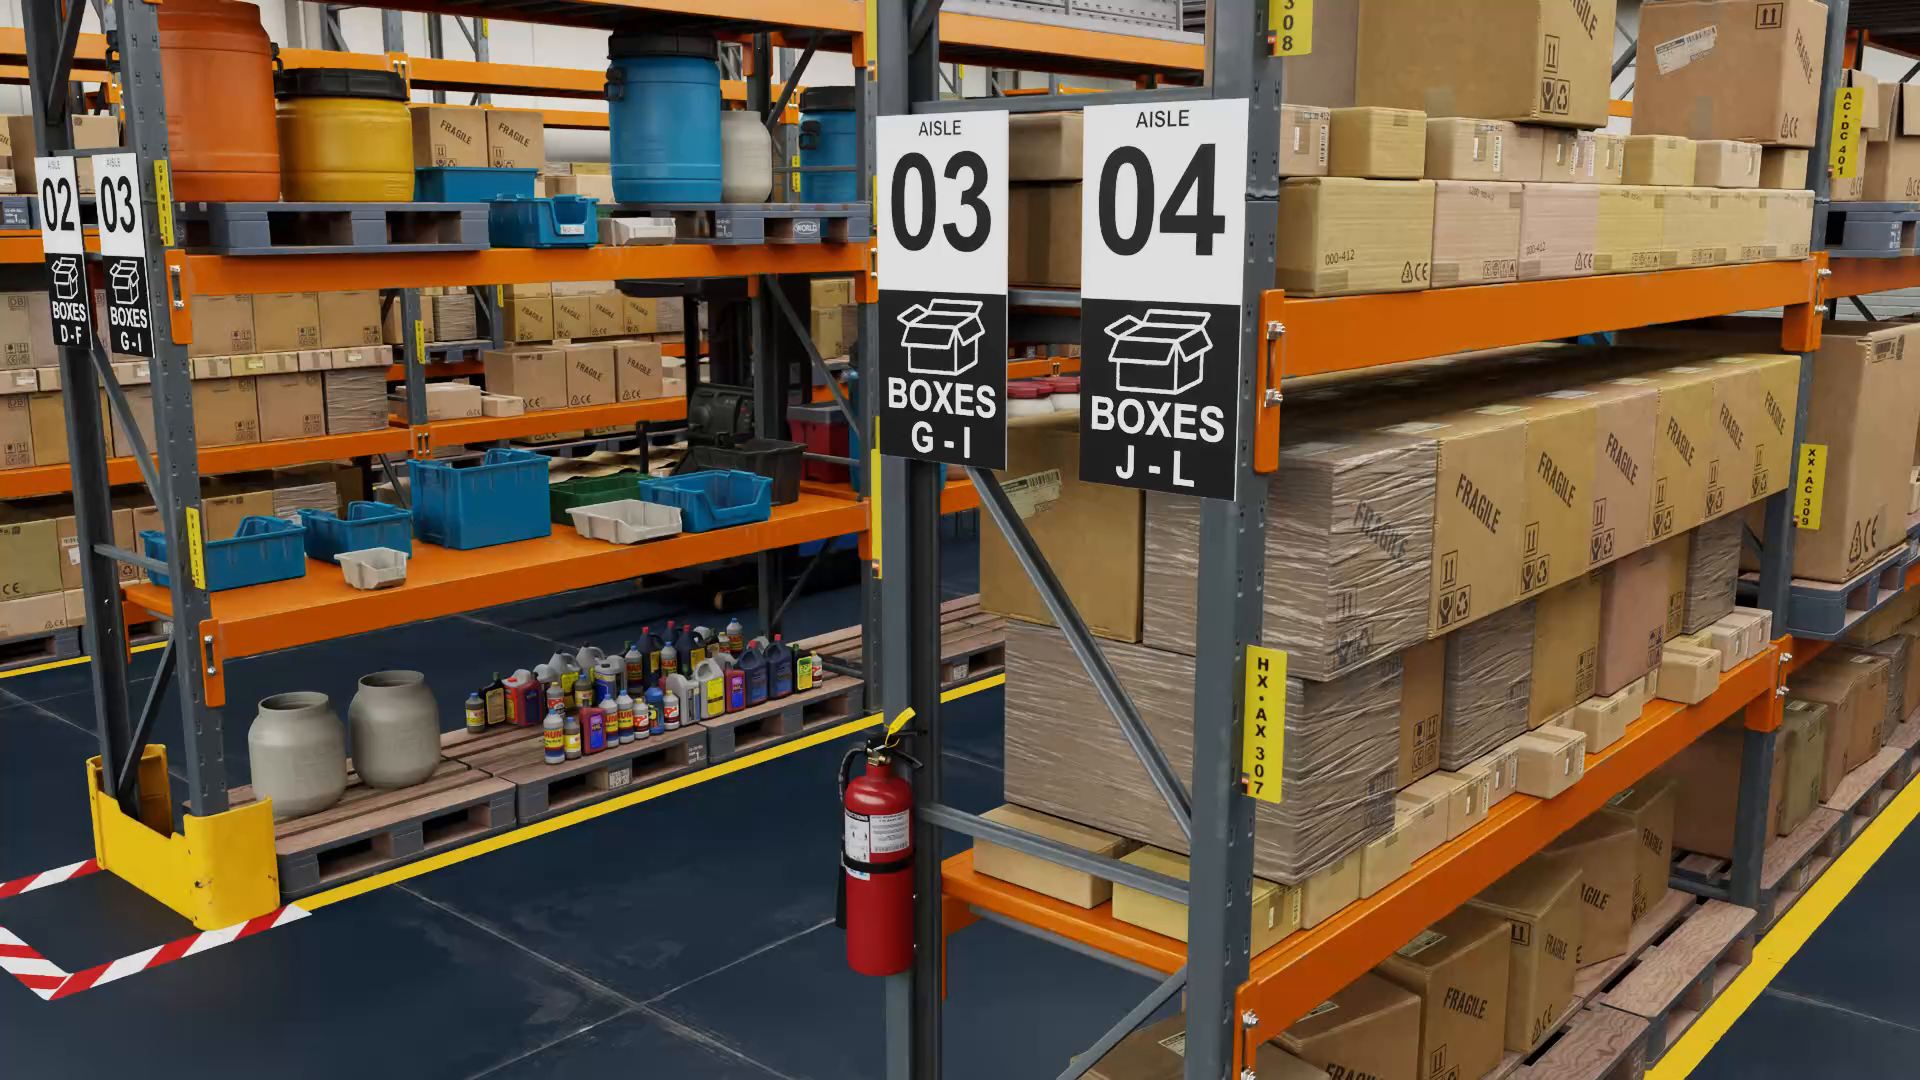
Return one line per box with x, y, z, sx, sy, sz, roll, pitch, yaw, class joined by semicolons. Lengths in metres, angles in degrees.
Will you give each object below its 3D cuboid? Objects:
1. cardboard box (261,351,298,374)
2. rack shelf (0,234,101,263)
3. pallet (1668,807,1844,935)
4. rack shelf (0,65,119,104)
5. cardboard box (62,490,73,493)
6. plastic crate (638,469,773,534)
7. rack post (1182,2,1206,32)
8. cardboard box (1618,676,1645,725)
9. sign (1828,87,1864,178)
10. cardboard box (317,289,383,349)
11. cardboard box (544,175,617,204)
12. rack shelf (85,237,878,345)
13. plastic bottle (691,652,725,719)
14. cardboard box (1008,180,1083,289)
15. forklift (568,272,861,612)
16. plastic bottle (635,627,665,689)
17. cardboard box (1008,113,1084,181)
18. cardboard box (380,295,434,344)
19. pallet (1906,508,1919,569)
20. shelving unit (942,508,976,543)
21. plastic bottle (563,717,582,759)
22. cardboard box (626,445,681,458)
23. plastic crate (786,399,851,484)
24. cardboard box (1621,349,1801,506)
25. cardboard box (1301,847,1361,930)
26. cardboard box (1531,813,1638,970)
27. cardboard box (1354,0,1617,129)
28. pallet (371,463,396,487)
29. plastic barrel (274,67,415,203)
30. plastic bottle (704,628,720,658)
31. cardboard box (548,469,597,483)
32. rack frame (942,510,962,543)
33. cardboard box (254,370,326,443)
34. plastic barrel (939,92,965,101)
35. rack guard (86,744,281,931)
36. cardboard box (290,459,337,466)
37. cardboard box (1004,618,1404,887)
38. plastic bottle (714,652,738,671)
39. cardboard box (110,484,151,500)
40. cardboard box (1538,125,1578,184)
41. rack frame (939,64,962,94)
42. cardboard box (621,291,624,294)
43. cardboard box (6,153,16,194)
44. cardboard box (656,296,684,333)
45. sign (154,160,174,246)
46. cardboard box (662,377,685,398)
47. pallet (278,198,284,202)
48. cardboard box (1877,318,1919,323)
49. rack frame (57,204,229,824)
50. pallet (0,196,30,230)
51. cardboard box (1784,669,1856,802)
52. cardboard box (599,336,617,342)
-5.103;-1.318;12.278;0.380;0.149;0.250;10;15;40;cardboard box
-5.896;-1.956;11.564;1.077;0.370;4.000;10;15;40;rack shelf
3.375;1.402;7.692;1.003;0.211;1.213;10;15;40;pallet
-9.620;-4.065;14.474;1.077;0.370;4.000;10;15;40;rack shelf
-8.630;-0.516;16.285;0.380;0.166;0.250;7;14;33;cardboard box
-1.385;-0.220;9.075;0.499;0.251;0.616;10;15;40;plastic crate
2.230;-4.096;12.978;0.954;0.300;0.937;10;15;40;rack post
2.079;0.519;5.632;0.380;0.149;0.250;10;15;40;cardboard box
3.275;-1.506;6.155;0.100;0.325;0.005;10;15;40;sign
-4.864;-1.751;12.792;0.700;0.500;0.500;10;15;41;cardboard box
-3.268;-3.009;14.309;0.500;0.250;0.500;8;14;36;cardboard box
-2.178;-1.315;8.354;1.077;0.370;4.000;10;15;40;rack shelf
-1.406;0.800;9.227;0.144;0.351;0.185;10;15;40;plastic bottle
0.350;-0.764;4.139;0.500;0.250;0.500;10;15;42;cardboard box
-1.935;-1.006;12.802;1.130;2.935;3.031;10;15;42;forklift
-1.827;0.685;9.802;0.144;0.351;0.185;9;14;38;plastic bottle
0.171;-0.936;3.987;0.380;0.149;0.250;10;15;40;cardboard box
-6.311;-2.469;18.576;0.700;0.500;0.500;8;14;35;cardboard box
4.227;-0.049;8.325;1.003;0.211;1.213;10;15;40;pallet
-0.010;-0.586;15.122;0.258;1.200;0.189;10;15;40;shelving unit
-1.999;1.012;8.546;0.097;0.201;0.097;0;11;0;plastic bottle
-2.843;-0.736;15.792;0.500;0.311;0.500;9;15;39;cardboard box
-0.768;-0.633;10.600;0.402;0.464;0.583;10;15;40;plastic crate
2.772;-0.434;6.198;0.500;0.500;0.500;10;15;40;cardboard box
0.769;0.815;4.150;0.380;0.149;0.250;10;15;40;cardboard box
2.196;1.308;6.353;0.500;0.500;0.500;-7;13;-30;cardboard box
1.405;-1.357;4.435;0.500;0.500;0.500;10;15;40;cardboard box
-6.982;-0.700;18.214;1.003;0.211;1.213;10;15;40;pallet
-2.841;-1.856;7.673;0.600;0.588;0.600;0;11;0;plastic barrel
-1.510;0.680;9.999;0.061;0.283;0.133;10;15;40;plastic bottle
-3.441;-0.443;14.324;0.500;0.311;0.500;9;14;38;cardboard box
-0.070;-0.573;15.054;0.240;1.200;0.006;10;15;40;rack frame
-5.208;-1.037;12.527;0.700;0.500;0.500;10;15;40;cardboard box
-0.254;-2.407;10.705;0.600;0.901;0.600;0;11;0;plastic barrel
-3.484;1.306;7.436;1.175;0.500;0.348;10;15;40;rack guard
-7.156;-1.025;17.982;0.700;0.500;0.500;10;15;41;cardboard box
0.606;0.465;4.247;0.875;0.500;0.500;10;15;40;cardboard box
-1.321;0.773;9.550;0.152;0.276;0.135;10;15;40;plastic bottle
-6.106;-0.109;12.170;0.500;0.500;0.500;10;15;40;cardboard box
1.462;-1.053;4.569;0.380;0.149;0.250;9;14;38;cardboard box
-0.378;-6.480;24.716;1.000;3.000;0.127;10;15;40;rack frame
-4.152;-3.196;20.611;0.500;0.250;0.500;9;15;39;cardboard box
-6.288;-2.531;11.402;0.500;0.311;0.500;-10;15;-41;cardboard box
-3.802;-2.904;21.066;0.500;0.500;0.500;10;15;40;cardboard box
-3.088;-1.306;6.451;0.100;0.325;0.005;10;15;40;sign
-2.735;-1.403;15.255;0.250;0.149;0.380;-11;16;-43;cardboard box
-5.120;-2.431;12.330;1.003;0.211;1.213;10;15;40;pallet
5.998;-1.086;10.211;0.797;0.503;0.637;10;15;42;cardboard box
-3.498;0.097;7.105;1.000;3.000;0.127;10;15;40;rack frame
-6.730;-2.072;10.533;1.003;0.211;1.213;10;15;40;pallet
3.982;0.922;8.236;0.700;0.500;0.500;8;14;36;cardboard box
-4.440;-2.459;20.492;0.380;0.149;0.250;10;15;41;cardboard box
